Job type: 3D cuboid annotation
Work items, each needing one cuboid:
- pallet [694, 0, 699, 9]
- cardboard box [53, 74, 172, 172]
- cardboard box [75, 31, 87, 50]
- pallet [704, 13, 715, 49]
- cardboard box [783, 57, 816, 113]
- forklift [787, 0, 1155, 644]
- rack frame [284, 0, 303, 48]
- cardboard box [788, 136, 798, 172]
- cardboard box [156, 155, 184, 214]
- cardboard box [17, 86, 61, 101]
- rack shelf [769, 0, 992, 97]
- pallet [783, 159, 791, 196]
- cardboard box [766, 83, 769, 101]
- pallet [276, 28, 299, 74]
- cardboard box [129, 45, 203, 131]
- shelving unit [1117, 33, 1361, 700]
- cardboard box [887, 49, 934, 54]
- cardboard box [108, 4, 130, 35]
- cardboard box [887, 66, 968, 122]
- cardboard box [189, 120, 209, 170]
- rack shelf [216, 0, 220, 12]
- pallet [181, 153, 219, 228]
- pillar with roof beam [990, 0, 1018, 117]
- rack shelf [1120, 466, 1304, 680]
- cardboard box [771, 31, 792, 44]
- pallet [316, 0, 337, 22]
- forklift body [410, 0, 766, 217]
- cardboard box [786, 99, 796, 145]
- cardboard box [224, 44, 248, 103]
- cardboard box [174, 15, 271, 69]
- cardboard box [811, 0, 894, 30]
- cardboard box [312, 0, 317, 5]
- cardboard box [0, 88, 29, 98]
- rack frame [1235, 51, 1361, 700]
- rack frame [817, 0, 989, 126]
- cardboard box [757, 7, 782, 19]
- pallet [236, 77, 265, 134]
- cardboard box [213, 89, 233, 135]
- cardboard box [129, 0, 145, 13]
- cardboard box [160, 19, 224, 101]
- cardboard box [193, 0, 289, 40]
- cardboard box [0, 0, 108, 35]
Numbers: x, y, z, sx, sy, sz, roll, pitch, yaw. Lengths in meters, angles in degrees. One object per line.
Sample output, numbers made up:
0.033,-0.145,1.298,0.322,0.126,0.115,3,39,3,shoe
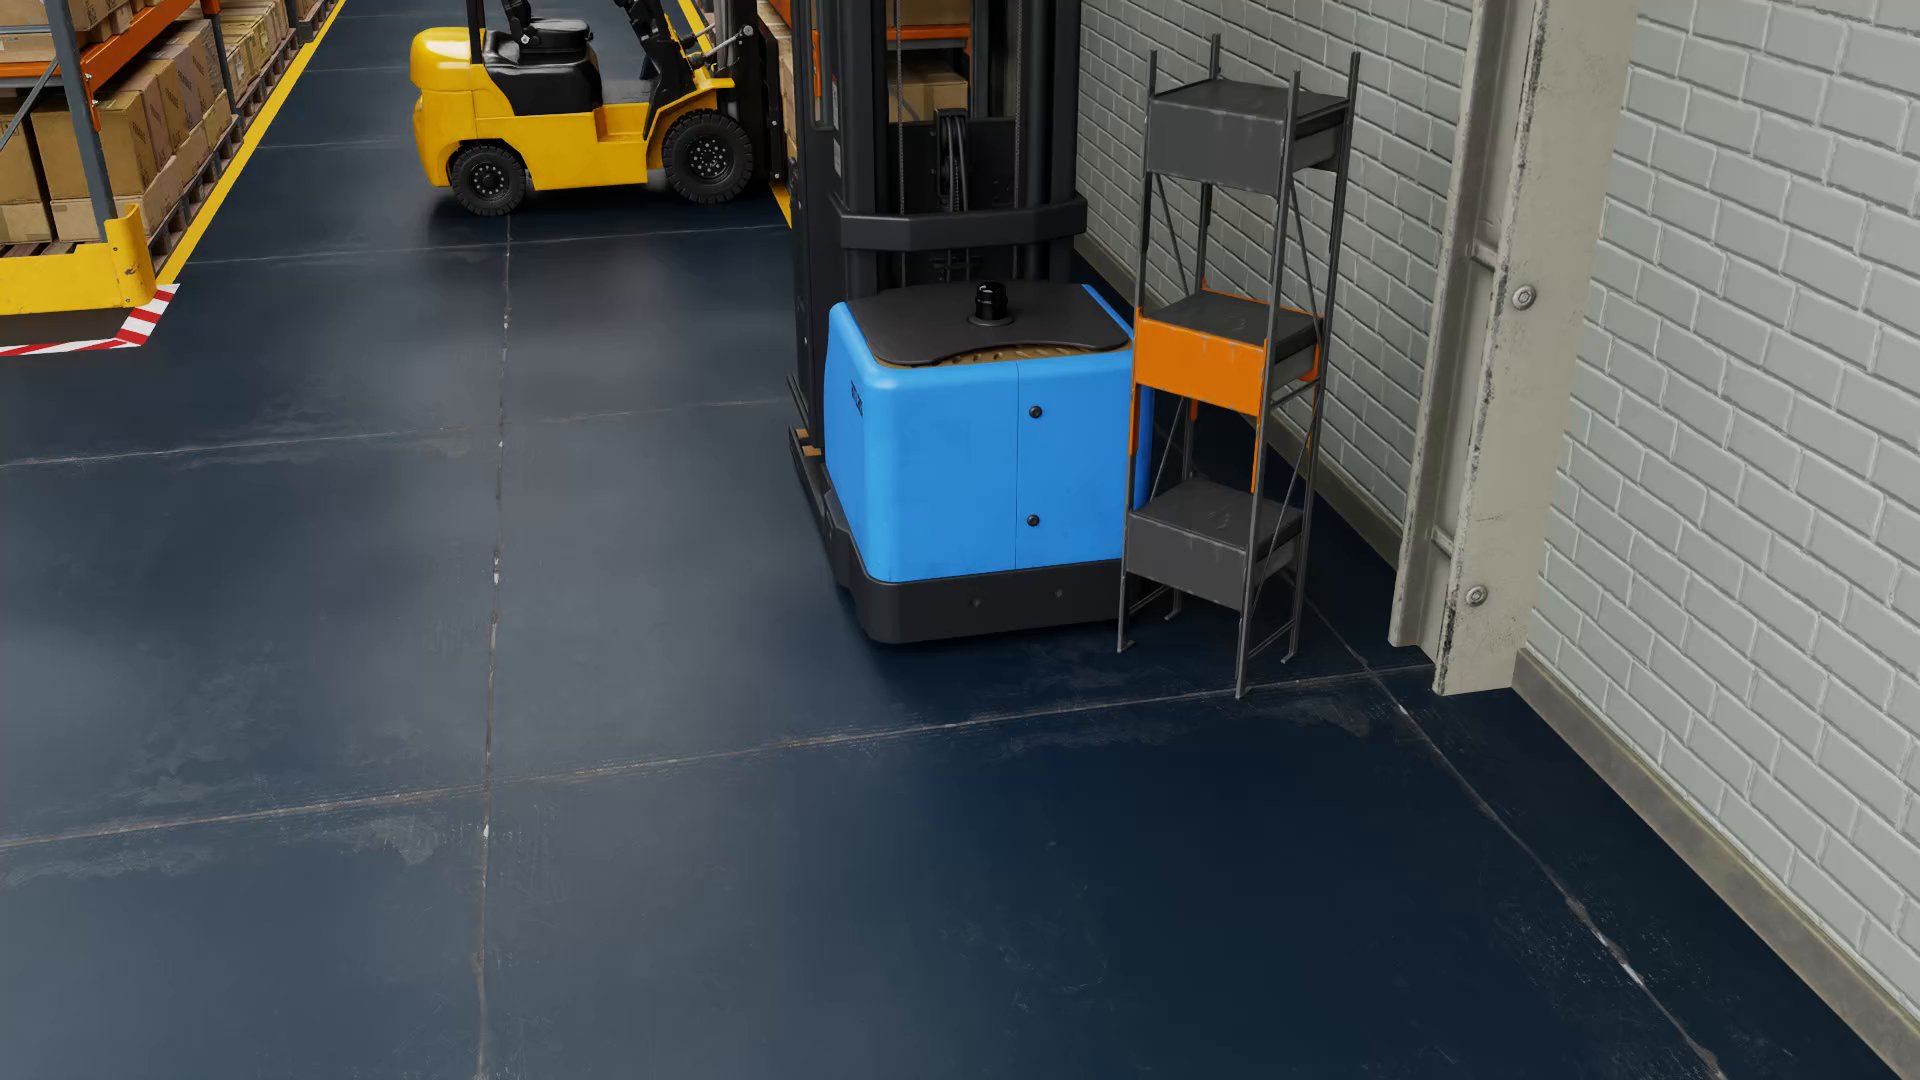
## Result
-2.534,-6.278,18.954,1.003,0.211,1.213,-6,27,-12,pallet
-5.204,-2.555,10.237,0.500,0.500,0.500,-7,28,-14,cardboard box
-5.109,-2.806,9.260,0.380,0.149,0.250,-6,27,-11,cardboard box
-1.984,-5.046,16.514,1.003,0.211,1.213,-6,27,-12,pallet
-0.857,-2.945,10.731,0.500,0.250,0.500,-5,27,-11,cardboard box
-0.142,-1.585,6.638,1.130,2.935,3.031,-6,27,-12,forklift
-6.967,-6.151,15.607,1.000,3.000,0.127,-6,27,-12,rack frame
-0.845,-2.498,10.956,0.500,0.250,0.500,-6,27,-12,cardboard box
-5.184,-2.206,10.377,0.500,0.250,0.500,-5,27,-10,cardboard box
-5.719,-2.488,10.103,0.500,0.500,0.500,-5,27,-10,cardboard box
-0.779,-3.701,11.553,1.077,0.370,4.000,-6,27,-12,rack shelf
-0.813,-2.766,11.995,1.003,0.211,1.213,-6,27,-12,pallet
-1.091,-3.175,11.743,0.500,0.250,0.500,-6,27,-12,cardboard box
-6.792,-4.563,15.556,1.003,0.211,1.213,-6,27,-12,pallet
-5.438,-3.010,11.138,0.500,0.500,0.500,-5,27,-9,cardboard box
0.884,-0.533,5.475,0.503,2.100,0.431,20,33,35,shelving unit
-0.471,-3.221,11.278,0.500,0.250,0.500,-6,27,-12,cardboard box
-5.102,-3.047,9.737,0.380,0.149,0.250,-6,27,-11,cardboard box
-0.252,-2.781,10.407,0.500,0.250,0.500,-6,27,-12,cardboard box
-5.430,-2.666,11.289,0.500,0.250,0.500,-6,27,-11,cardboard box
-6.516,-4.952,14.030,1.077,0.370,4.000,-6,27,-12,rack shelf
-5.601,-2.322,11.116,1.003,0.211,1.213,-6,27,-12,pallet
-3.802,-5.783,8.220,9.100,9.000,0.400,-6,27,-12,pillar with roof beam
0.884,0.104,5.797,0.480,0.518,0.431,20,33,35,rack shelf
-1.087,-3.389,11.611,0.500,0.250,0.500,-7,28,-13,cardboard box
-7.342,-5.794,17.996,1.003,0.211,1.213,-6,27,-12,pallet
-2.533,-3.413,11.125,2.313,2.155,1.214,-6,27,-12,forklift body
-0.845,-2.731,10.862,0.500,0.250,0.500,-6,27,-12,cardboard box
-6.186,-3.639,13.081,0.950,0.372,0.625,-6,27,-11,cardboard box
-6.509,-4.260,14.310,0.950,0.372,0.625,-5,27,-10,cardboard box
-0.695,-3.379,10.004,0.500,0.500,0.500,-7,28,-13,cardboard box
-7.238,-6.093,17.386,0.875,0.875,0.875,-6,27,-11,cardboard box
-5.746,-2.703,9.809,0.380,0.149,0.250,-5,27,-10,cardboard box
1.072,-0.463,5.337,0.015,2.100,0.400,20,33,35,rack frame
-0.328,-3.145,9.651,1.000,3.000,0.127,-6,27,-12,rack frame
-1.321,-3.837,12.499,0.500,0.250,0.500,-6,27,-12,cardboard box
-6.242,-3.492,13.433,1.003,0.211,1.213,-6,27,-12,pallet
-5.670,-3.123,12.193,0.500,0.250,0.500,-5,27,-9,cardboard box
-5.342,-3.386,10.408,0.380,0.149,0.250,-7,28,-13,cardboard box
-5.670,-3.457,12.024,0.500,0.500,0.500,-6,27,-12,cardboard box
-6.849,-4.916,15.611,0.950,0.372,0.625,-8,28,-15,cardboard box
-5.000,-3.052,9.027,0.500,0.500,0.500,-6,27,-12,cardboard box
